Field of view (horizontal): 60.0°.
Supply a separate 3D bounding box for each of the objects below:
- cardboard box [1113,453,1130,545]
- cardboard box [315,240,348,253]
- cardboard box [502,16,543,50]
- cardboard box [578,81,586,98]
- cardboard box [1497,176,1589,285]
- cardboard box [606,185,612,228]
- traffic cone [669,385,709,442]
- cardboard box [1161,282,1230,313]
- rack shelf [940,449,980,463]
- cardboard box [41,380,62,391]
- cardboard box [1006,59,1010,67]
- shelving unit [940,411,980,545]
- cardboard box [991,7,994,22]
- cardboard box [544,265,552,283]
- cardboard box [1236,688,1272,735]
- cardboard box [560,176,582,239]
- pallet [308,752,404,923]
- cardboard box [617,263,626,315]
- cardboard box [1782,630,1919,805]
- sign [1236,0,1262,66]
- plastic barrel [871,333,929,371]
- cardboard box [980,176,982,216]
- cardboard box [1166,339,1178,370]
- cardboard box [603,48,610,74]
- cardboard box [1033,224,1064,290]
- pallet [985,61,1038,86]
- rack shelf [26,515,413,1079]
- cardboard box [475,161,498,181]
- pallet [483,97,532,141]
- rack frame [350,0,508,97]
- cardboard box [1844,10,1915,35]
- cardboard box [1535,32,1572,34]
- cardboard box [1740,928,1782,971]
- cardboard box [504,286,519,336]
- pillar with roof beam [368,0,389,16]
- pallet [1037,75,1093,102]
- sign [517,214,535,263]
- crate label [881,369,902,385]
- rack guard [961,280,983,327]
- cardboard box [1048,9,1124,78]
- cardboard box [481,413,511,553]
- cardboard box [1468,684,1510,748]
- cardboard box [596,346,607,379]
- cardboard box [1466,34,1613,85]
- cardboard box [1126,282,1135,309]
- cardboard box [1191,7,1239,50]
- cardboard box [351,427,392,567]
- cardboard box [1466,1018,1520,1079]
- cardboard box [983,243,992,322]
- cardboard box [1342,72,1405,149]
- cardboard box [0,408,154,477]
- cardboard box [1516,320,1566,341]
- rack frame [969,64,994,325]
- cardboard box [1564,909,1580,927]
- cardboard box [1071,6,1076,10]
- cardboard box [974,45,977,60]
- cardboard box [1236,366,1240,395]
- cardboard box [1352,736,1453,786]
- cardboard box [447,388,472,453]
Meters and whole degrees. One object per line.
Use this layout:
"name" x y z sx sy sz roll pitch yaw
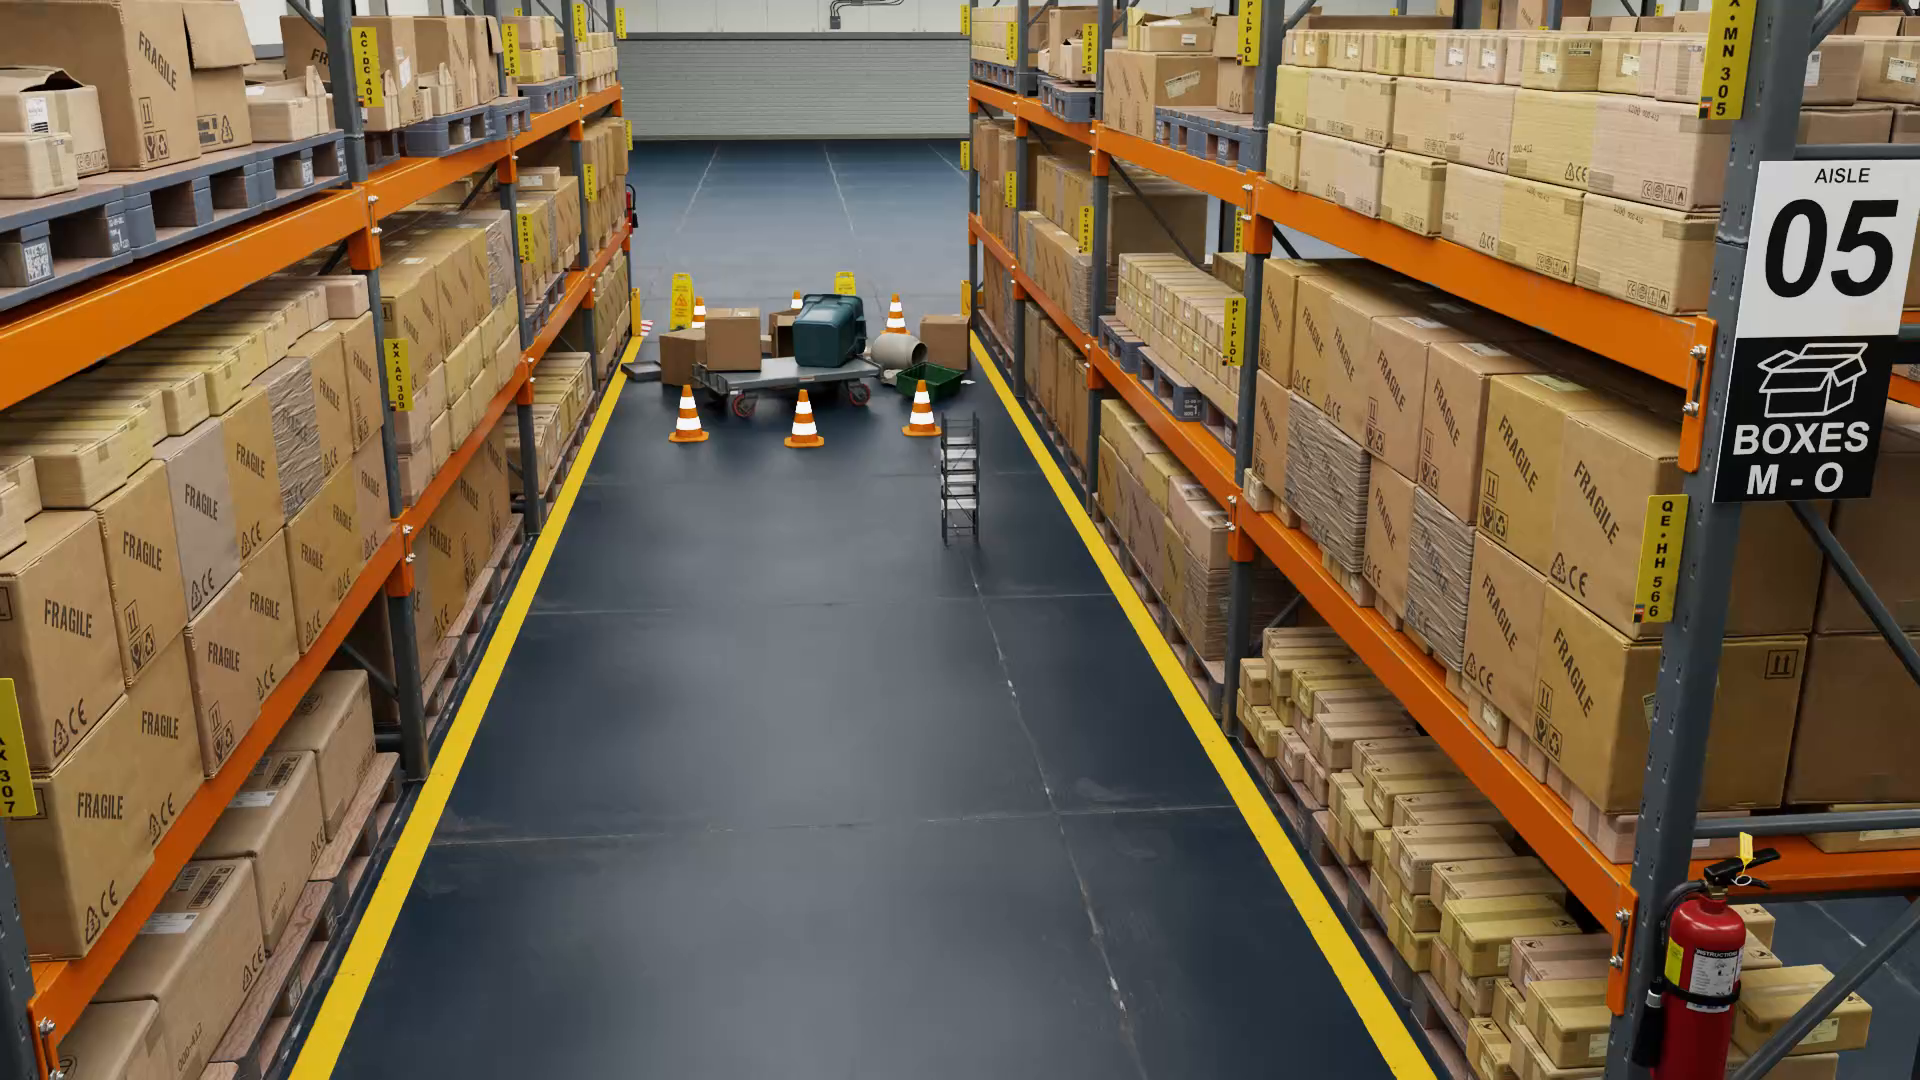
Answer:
"cardboard box" 1.312 -0.283 11.044 0.500 0.500 0.500 -2 17 -5
"cardboard box" -3.521 -1.378 9.224 0.500 0.500 0.500 -1 17 -5
"cardboard box" -3.575 -3.979 13.050 0.500 0.250 0.500 -1 17 -5
"cardboard box" -3.646 -4.144 15.281 0.380 0.149 0.250 -2 18 -6
"cardboard box" 1.893 -0.899 4.776 0.500 0.250 0.500 -2 18 -6
"cardboard box" -3.842 -3.431 16.933 0.500 0.500 0.500 -2 17 -5
"traffic cone" -2.368 -1.116 14.459 0.336 0.463 0.334 -2 18 -6
"cardboard box" 1.429 -1.473 10.086 0.380 0.149 0.250 -1 17 -4
"rack shelf" 0.001 -0.567 11.491 0.258 0.077 0.200 -2 18 -6
"cardboard box" -3.082 -0.470 5.246 0.380 0.149 0.250 -1 17 -4
"cardboard box" 0.643 -4.569 15.765 0.380 0.149 0.250 -1 17 -5
"shelving unit" 0.001 -0.427 11.535 0.258 0.900 0.210 -2 18 -6
"cardboard box" 0.513 -5.327 16.849 0.380 0.149 0.250 -2 17 -5
"cardboard box" -3.443 -2.127 13.162 0.380 0.149 0.250 -1 17 -4
"cardboard box" 1.568 0.826 8.096 0.380 0.149 0.250 -3 18 -8
"cardboard box" -3.613 -2.912 14.580 0.500 0.500 0.500 -2 18 -7
"pallet" -3.063 1.290 7.215 1.003 0.211 1.213 -2 18 -6
"cardboard box" -3.902 -2.705 17.921 0.500 0.500 0.500 -1 17 -4
"cardboard box" 2.491 0.408 4.707 0.500 0.500 0.500 -1 17 -3
"sign" 1.298 -2.300 7.466 0.100 0.325 0.005 -2 18 -6
"plastic barrel" -0.618 -1.897 17.013 0.512 0.421 0.421 11 21 32
"cardboard box" 0.696 -3.990 19.127 0.875 0.550 0.550 -2 18 -6
"cardboard box" 1.447 -1.112 9.930 0.380 0.149 0.250 -2 18 -7
"cardboard box" -3.871 -4.897 17.014 0.500 0.250 0.500 -1 17 -4
"cardboard box" 0.913 -2.419 14.207 0.500 0.500 0.500 -2 18 -6
"pallet" 0.828 -4.831 17.198 1.003 0.211 1.213 -2 18 -6
"rack shelf" -2.857 0.670 5.736 1.077 0.370 4.000 -2 18 -6
"cardboard box" -4.192 -3.201 14.417 0.380 0.149 0.250 -2 18 -6
"pallet" -3.357 -2.612 10.295 1.213 0.211 1.003 -1 17 -3
"rack frame" -3.476 -4.323 10.424 1.000 3.000 0.127 -2 18 -6
"cardboard box" 6.589 -3.632 12.230 0.500 0.500 0.500 -2 18 -5
"cardboard box" 2.313 -1.771 6.053 0.380 0.149 0.250 -2 18 -6
"cardboard box" 2.398 1.371 5.369 0.380 0.149 0.250 -1 17 -5
"cardboard box" -3.173 -1.491 10.835 0.500 0.250 0.500 -2 18 -6
"pillar with roof beam" -7.637 -11.813 34.280 9.100 9.000 0.400 -2 18 -6
"pallet" 1.168 -3.904 14.415 0.805 0.209 1.217 -2 18 -8
"sign" -2.924 -2.031 11.207 0.100 0.325 0.005 -2 18 -6
"crate label" -0.638 -1.619 16.607 0.250 0.136 0.298 16 24 42
"rack guard" 0.610 -2.842 19.894 1.175 0.500 0.348 -2 18 -6
"cardboard box" 0.979 -3.880 12.985 0.500 0.500 0.500 -2 18 -6
"cardboard box" -3.487 -0.439 10.914 0.875 0.875 0.875 -2 18 -6
"cardboard box" 1.869 0.546 5.349 0.380 0.149 0.250 -1 17 -4
"cardboard box" -3.681 -1.725 16.054 0.500 0.250 0.500 -3 18 -8
"cardboard box" 1.835 -1.521 5.257 0.380 0.149 0.250 -1 17 -4
"cardboard box" 1.318 -1.635 11.100 0.380 0.149 0.250 -1 17 -3
"cardboard box" 1.737 -3.375 10.968 0.396 0.266 0.258 -2 18 -6
"cardboard box" -2.761 -0.186 7.096 0.500 0.500 0.500 -2 18 -5
"cardboard box" 1.873 1.676 5.390 0.380 0.149 0.250 -1 17 -4
"cardboard box" 0.748 -3.014 19.116 0.875 0.875 0.875 -2 18 -5
"cardboard box" 1.746 -1.600 6.175 0.500 0.250 0.500 -1 17 -5
"cardboard box" -2.468 -0.261 4.580 0.380 0.149 0.250 -2 18 -7
"cardboard box" 2.334 -0.526 6.013 0.500 0.500 0.500 -2 18 -7
"rack frame" 0.612 -4.027 19.497 1.000 3.000 0.127 -2 18 -6
"cardboard box" 1.943 1.371 5.864 0.380 0.149 0.250 -2 18 -6
"cardboard box" 1.272 -5.046 15.953 0.380 0.149 0.250 -2 18 -6
"cardboard box" 0.356 -5.399 18.409 0.380 0.149 0.250 -2 18 -5
"cardboard box" 1.612 -0.787 8.398 0.380 0.149 0.250 -1 17 -4
"cardboard box" 1.829 0.925 6.789 0.380 0.149 0.250 -3 18 -8
"cardboard box" -2.938 -0.644 8.971 0.500 0.250 0.500 -2 18 -6
